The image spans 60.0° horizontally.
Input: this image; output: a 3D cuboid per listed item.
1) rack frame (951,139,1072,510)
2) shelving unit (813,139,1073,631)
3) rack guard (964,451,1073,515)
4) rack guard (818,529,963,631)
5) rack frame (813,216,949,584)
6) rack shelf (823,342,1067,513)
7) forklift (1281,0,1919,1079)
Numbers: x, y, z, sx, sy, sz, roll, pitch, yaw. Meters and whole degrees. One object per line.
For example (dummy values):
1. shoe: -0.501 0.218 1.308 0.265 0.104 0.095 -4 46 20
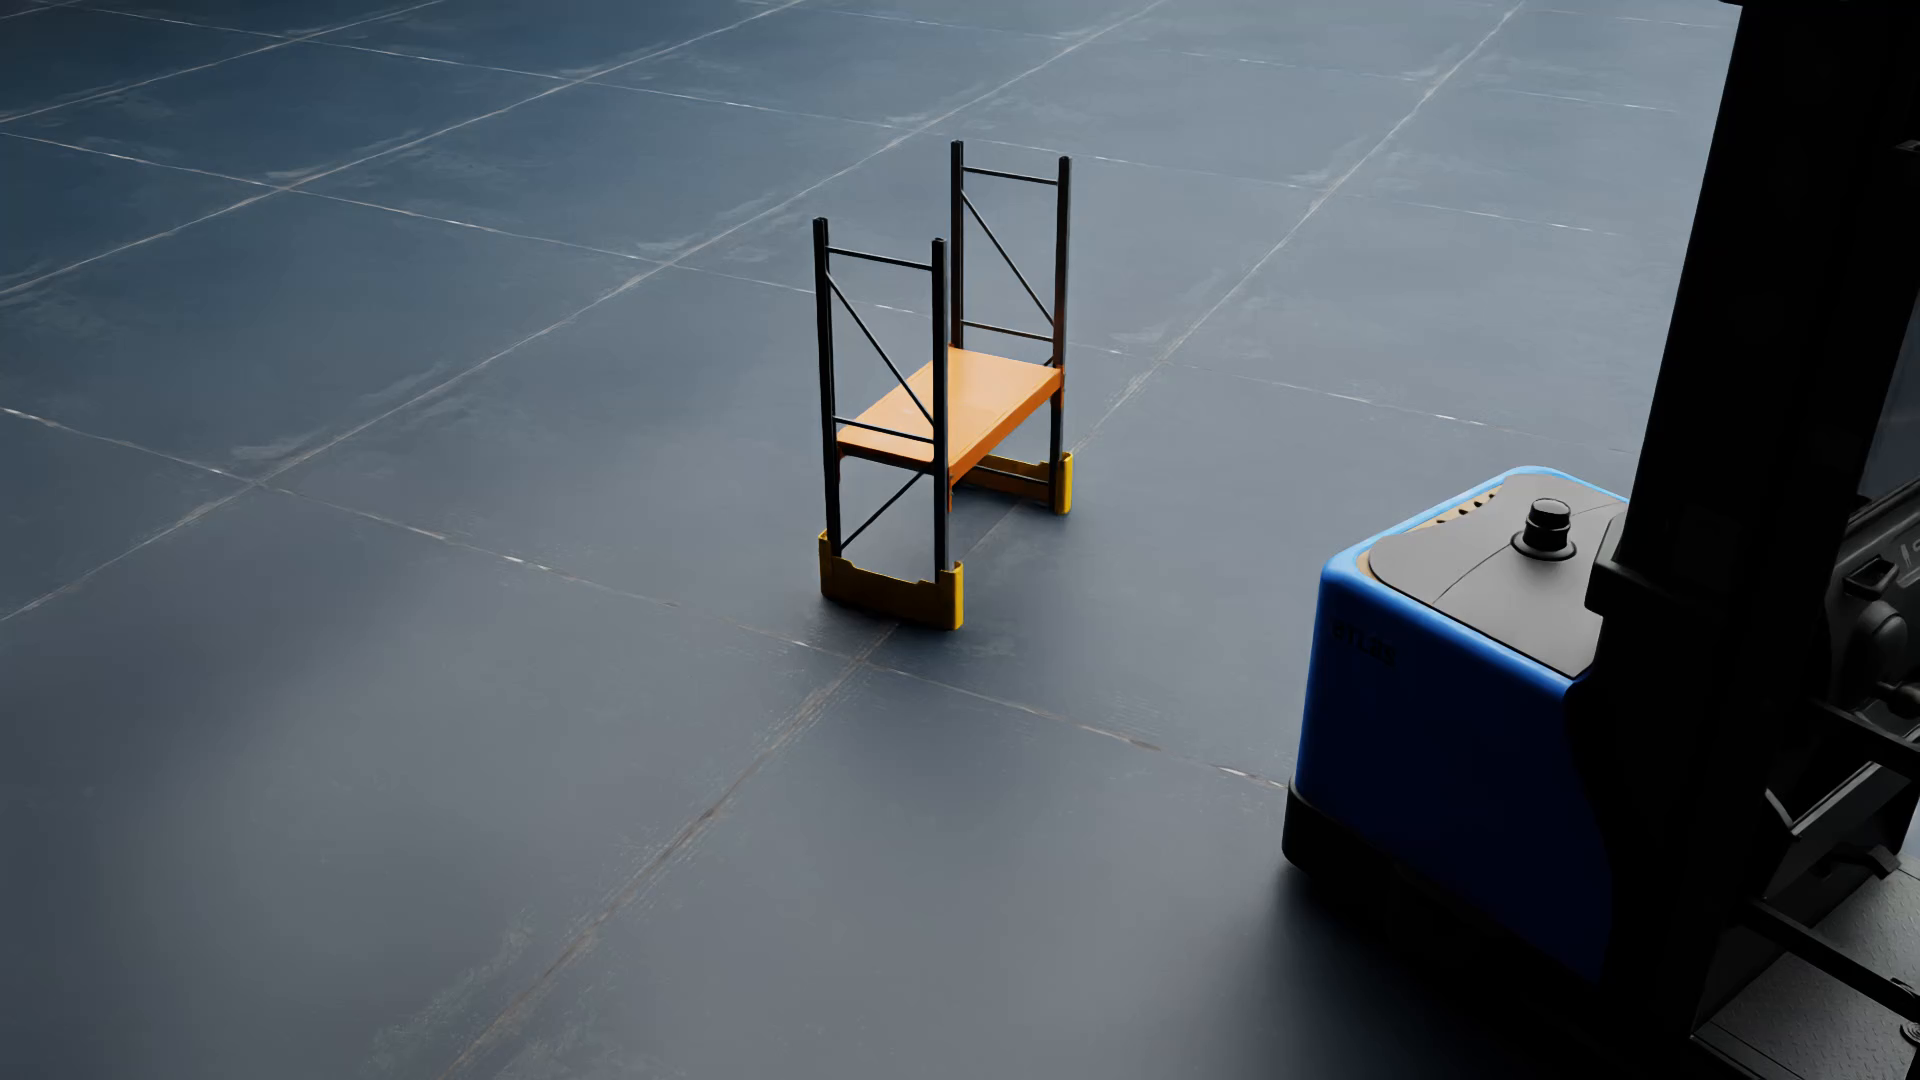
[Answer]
1. rack frame: 0.193 -0.838 6.703 0.500 1.500 0.032 14 33 23
2. shelving unit: -0.035 -0.617 6.318 0.587 1.500 1.083 14 33 23
3. rack guard: 0.192 -0.295 7.013 0.587 0.250 0.087 14 33 23
4. rack guard: -0.262 0.146 6.244 0.587 0.250 0.087 14 33 23
5. rack frame: -0.270 -0.387 5.918 0.500 1.500 0.032 14 33 23
6. rack shelf: -0.039 -0.457 6.400 0.538 0.185 1.000 14 33 23
7. forklift: 2.281 0.135 3.571 1.130 2.935 3.031 -22 36 -33
